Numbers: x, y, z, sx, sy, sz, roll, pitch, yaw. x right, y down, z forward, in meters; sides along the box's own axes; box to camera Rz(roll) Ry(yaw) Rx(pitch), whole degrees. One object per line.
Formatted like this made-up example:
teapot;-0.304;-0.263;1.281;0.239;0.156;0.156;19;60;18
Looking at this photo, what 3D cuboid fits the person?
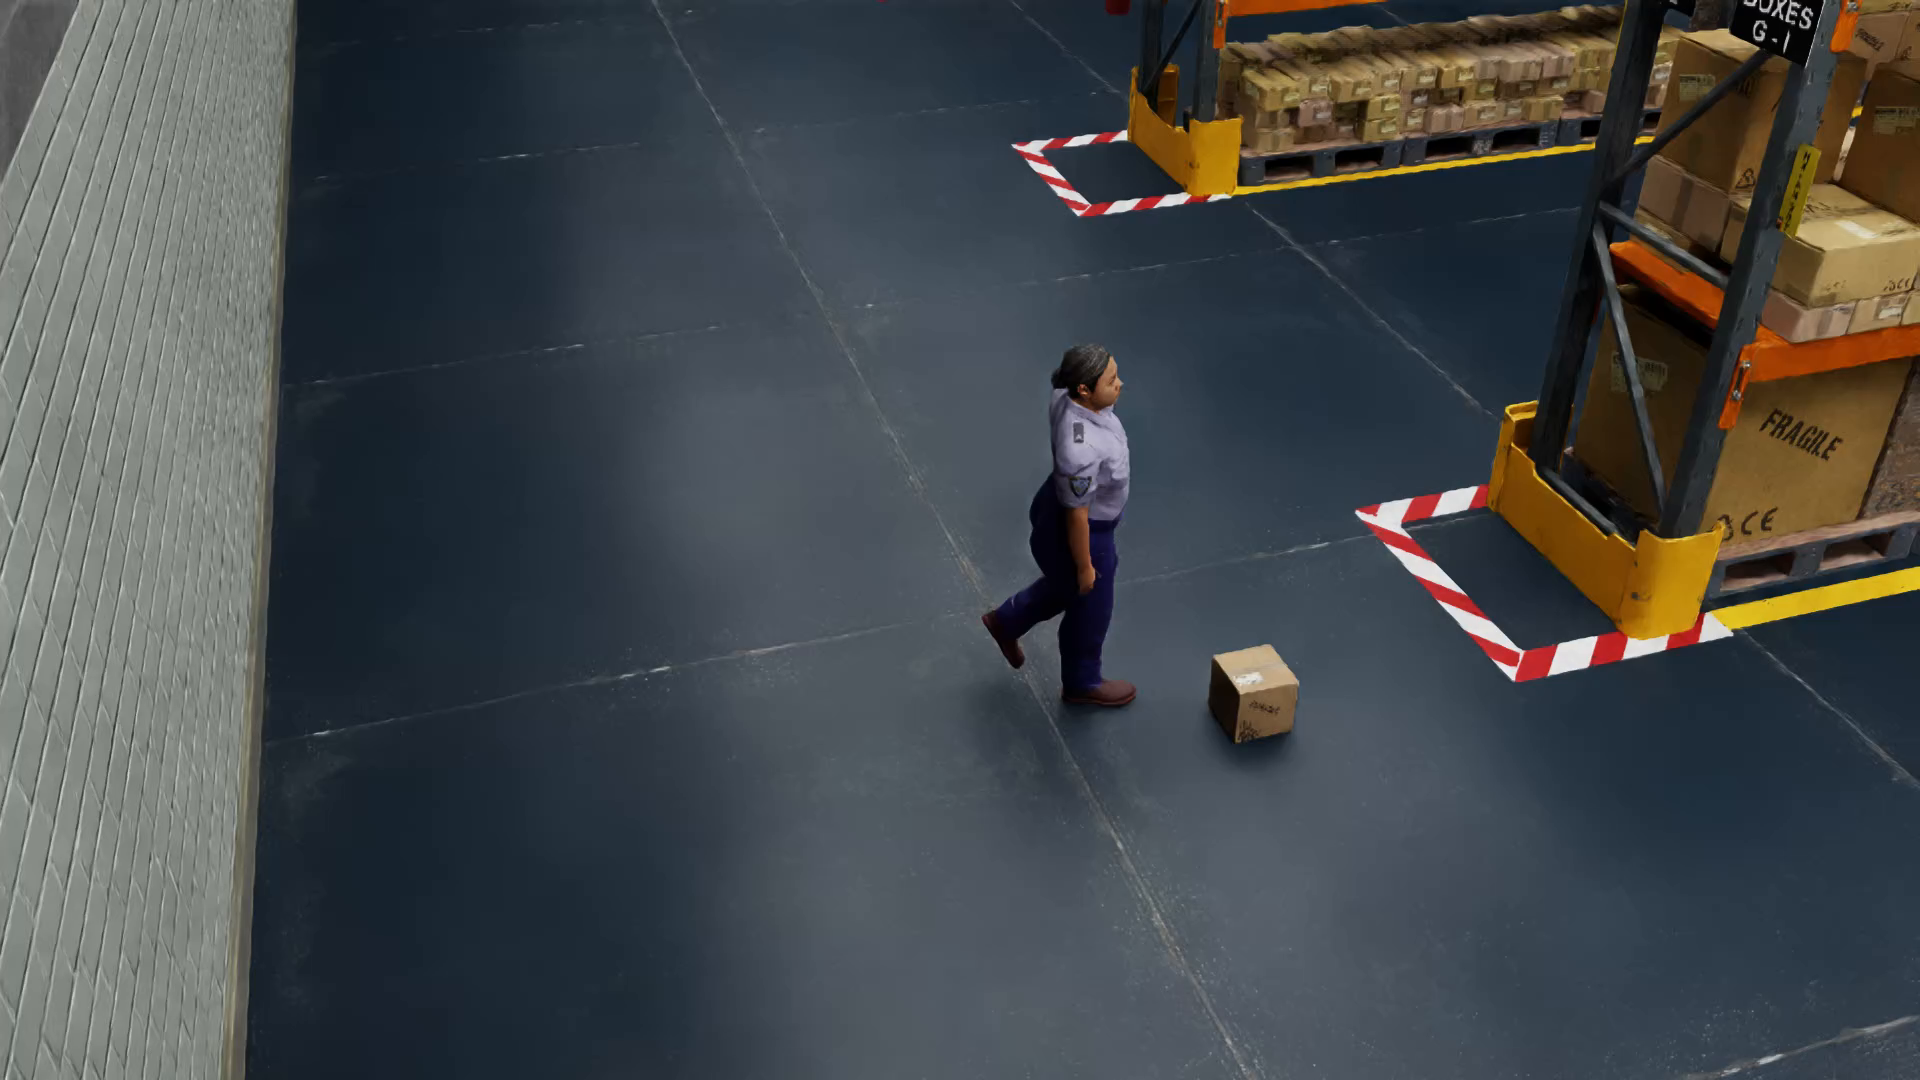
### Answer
person;0.394;-0.019;6.187;0.625;1.623;0.515;0;34;1
